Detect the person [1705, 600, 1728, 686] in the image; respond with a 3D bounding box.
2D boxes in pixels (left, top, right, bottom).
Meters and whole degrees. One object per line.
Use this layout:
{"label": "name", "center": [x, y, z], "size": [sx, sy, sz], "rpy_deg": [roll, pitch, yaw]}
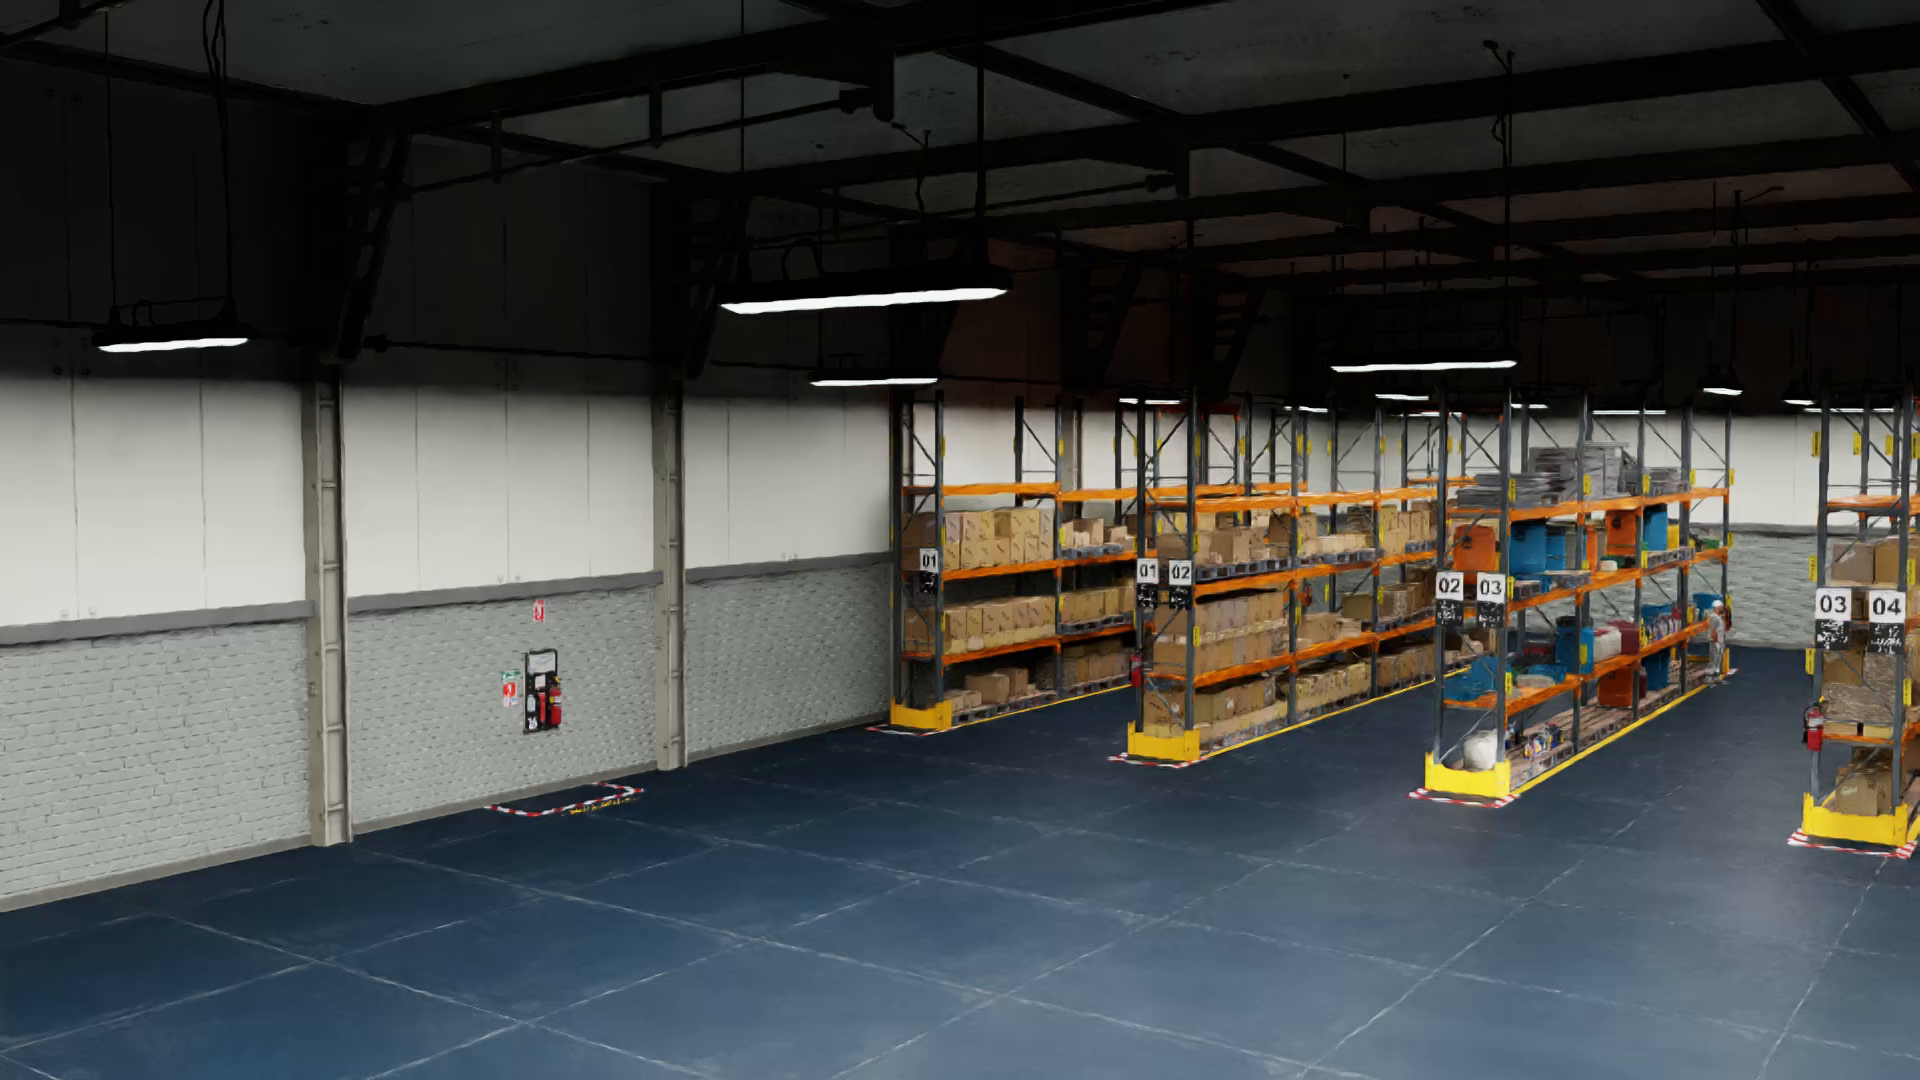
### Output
{"label": "person", "center": [15.794, 2.134, 34.686], "size": [0.391, 1.793, 0.670], "rpy_deg": [2, 4, 35]}
